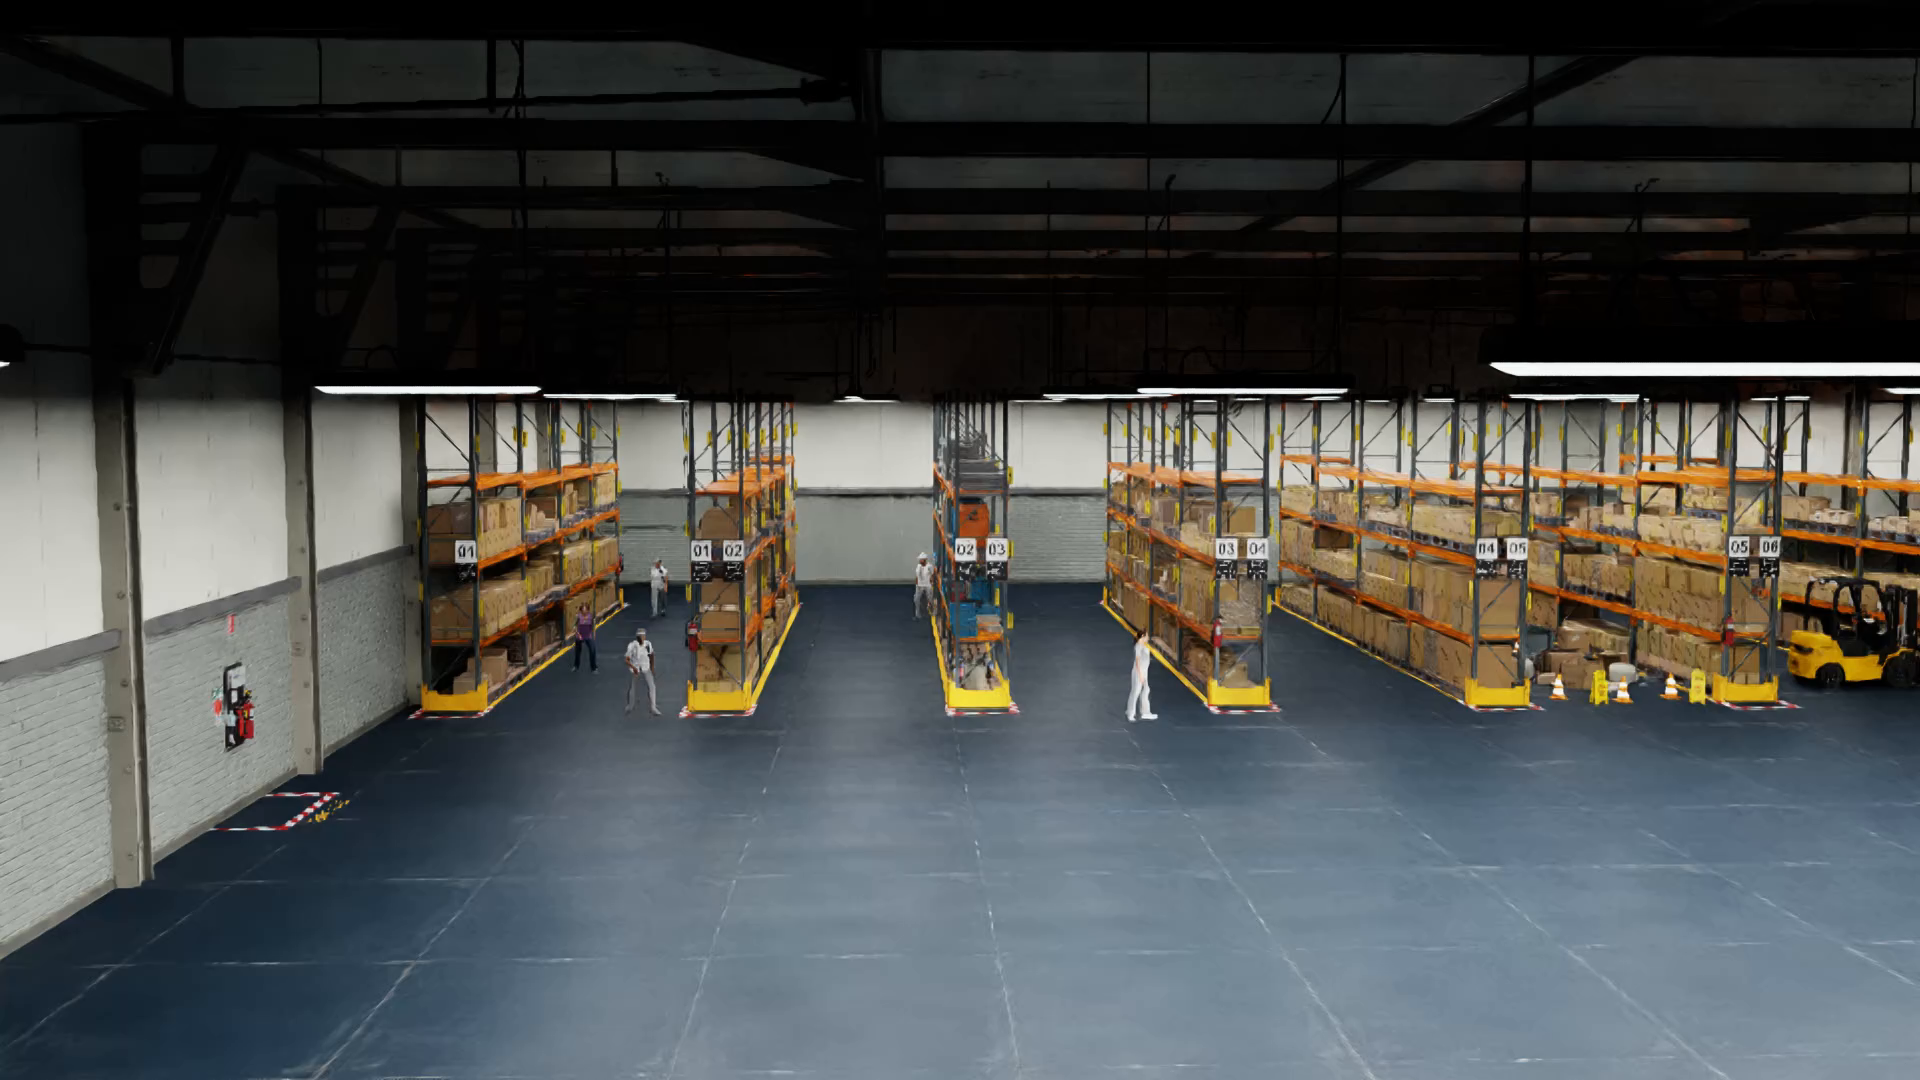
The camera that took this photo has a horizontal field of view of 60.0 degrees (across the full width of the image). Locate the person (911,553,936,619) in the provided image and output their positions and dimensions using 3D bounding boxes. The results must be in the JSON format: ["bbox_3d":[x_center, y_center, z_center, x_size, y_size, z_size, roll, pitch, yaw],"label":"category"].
[{"bbox_3d":[-0.949,1.224,44.456,0.634,1.758,0.689,3,5,31],"label":"person"}]

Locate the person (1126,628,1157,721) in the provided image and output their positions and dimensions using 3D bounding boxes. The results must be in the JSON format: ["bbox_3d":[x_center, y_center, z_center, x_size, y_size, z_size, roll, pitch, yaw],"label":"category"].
[{"bbox_3d":[3.269,2.429,30.114,0.479,1.673,0.580,2,5,24],"label":"person"}]

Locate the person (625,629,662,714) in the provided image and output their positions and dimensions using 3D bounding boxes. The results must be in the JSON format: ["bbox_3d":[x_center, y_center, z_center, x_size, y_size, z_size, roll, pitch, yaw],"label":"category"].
[{"bbox_3d":[-5.895,2.403,30.770,0.621,1.606,0.828,-2,5,-19],"label":"person"}]

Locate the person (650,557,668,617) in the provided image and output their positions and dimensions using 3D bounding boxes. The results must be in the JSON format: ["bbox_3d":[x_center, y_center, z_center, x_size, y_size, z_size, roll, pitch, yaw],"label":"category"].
[{"bbox_3d":[-8.113,1.257,44.882,0.493,1.606,0.991,0,5,-3],"label":"person"}]

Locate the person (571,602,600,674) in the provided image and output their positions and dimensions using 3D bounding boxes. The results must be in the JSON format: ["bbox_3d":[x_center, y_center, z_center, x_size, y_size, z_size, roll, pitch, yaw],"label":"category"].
[{"bbox_3d":[-7.989,2.064,35.373,0.562,1.527,0.782,-2,5,-20],"label":"person"}]
